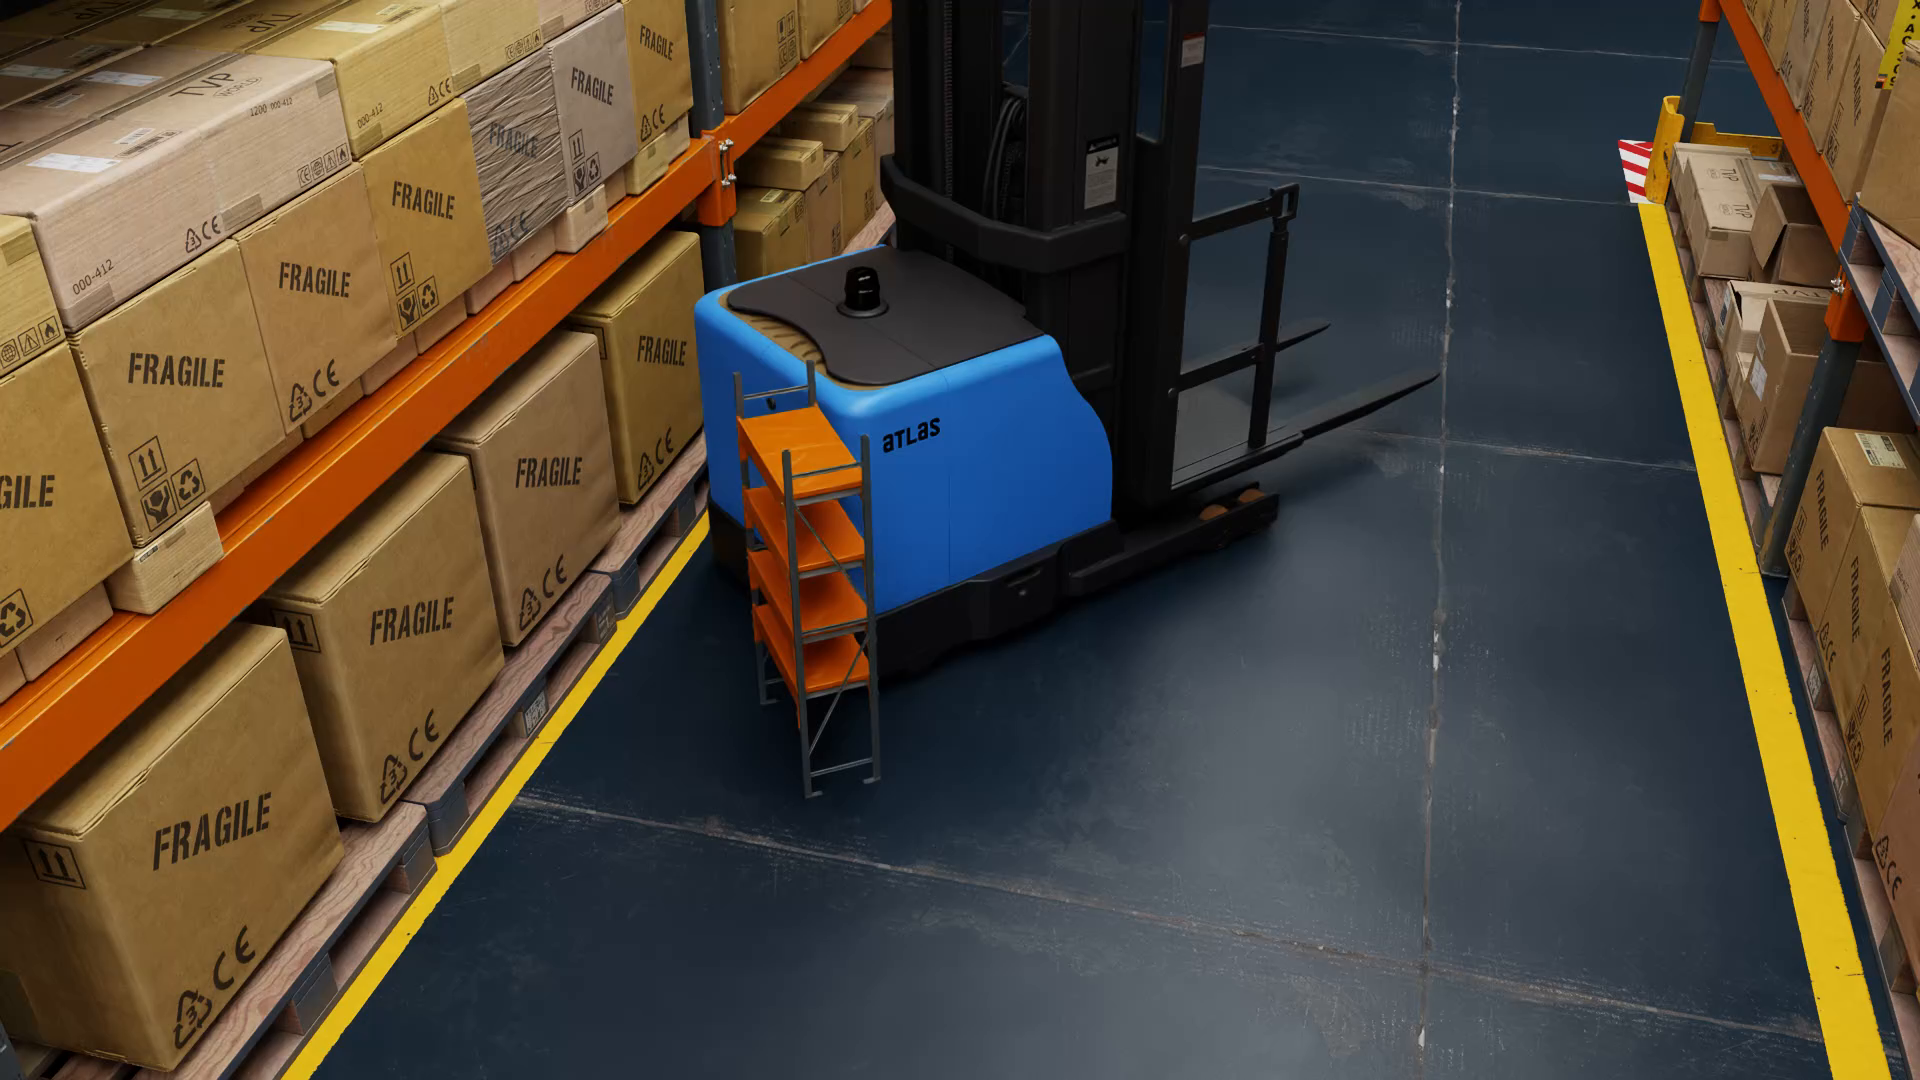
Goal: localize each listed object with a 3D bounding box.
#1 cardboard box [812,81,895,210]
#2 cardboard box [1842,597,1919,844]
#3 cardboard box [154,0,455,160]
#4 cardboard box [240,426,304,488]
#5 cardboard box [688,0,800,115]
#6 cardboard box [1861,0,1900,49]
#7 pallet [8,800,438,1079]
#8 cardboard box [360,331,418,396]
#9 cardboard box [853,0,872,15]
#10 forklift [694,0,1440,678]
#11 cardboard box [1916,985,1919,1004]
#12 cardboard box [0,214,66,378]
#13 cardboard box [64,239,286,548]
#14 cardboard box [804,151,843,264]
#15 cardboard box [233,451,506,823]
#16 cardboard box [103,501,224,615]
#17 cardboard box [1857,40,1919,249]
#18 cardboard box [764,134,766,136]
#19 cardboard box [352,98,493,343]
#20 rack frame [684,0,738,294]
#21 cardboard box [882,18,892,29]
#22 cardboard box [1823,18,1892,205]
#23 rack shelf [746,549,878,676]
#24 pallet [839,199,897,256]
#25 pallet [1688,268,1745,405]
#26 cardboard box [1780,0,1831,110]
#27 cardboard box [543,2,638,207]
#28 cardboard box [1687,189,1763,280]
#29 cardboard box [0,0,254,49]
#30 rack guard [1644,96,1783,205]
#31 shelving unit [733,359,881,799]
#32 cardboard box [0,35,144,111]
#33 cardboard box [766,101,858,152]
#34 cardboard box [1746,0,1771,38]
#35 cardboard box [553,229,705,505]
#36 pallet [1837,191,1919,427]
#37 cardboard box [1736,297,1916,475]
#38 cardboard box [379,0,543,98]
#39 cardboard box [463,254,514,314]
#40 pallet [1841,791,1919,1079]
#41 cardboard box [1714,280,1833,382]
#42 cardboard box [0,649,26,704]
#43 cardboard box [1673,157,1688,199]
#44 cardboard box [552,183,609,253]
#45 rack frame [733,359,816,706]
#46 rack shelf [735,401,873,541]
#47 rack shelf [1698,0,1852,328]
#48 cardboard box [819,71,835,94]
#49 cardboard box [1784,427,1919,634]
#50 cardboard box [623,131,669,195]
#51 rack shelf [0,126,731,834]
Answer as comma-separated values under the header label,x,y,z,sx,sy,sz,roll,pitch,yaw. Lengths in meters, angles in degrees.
label,x,y,z,sx,sy,sz,roll,pitch,yaw
cardboard box,-0.704,-2.069,8.647,0.700,0.500,0.500,7,33,11
cardboard box,2.791,0.528,4.544,0.500,0.500,0.500,8,33,13
cardboard box,-1.653,-1.191,4.239,0.500,0.250,0.500,7,33,11
cardboard box,-1.868,-0.274,4.100,0.380,0.149,0.250,9,33,13
cardboard box,-1.231,-2.174,6.595,0.980,0.700,0.700,9,33,13
cardboard box,3.286,-1.858,5.351,0.500,0.500,0.500,8,33,13
pallet,-2.126,1.085,4.346,1.003,0.211,1.213,8,33,12
cardboard box,-1.713,-0.532,4.507,0.380,0.149,0.250,8,33,13
cardboard box,-0.865,-2.931,7.786,0.980,0.700,0.700,6,33,10
forklift,0.586,-1.408,5.733,3.031,2.935,1.130,-22,38,-30
cardboard box,2.535,1.063,3.702,0.500,0.500,0.500,7,33,11
cardboard box,-2.027,-0.401,2.997,0.500,0.250,0.500,9,33,14
cardboard box,-1.887,-0.357,3.626,0.500,0.500,0.500,9,34,14
cardboard box,-0.965,-1.525,7.792,0.700,0.500,0.500,8,33,12
cardboard box,-1.857,0.220,4.721,0.750,0.750,0.750,8,33,12
cardboard box,-1.870,0.009,3.655,0.380,0.149,0.250,9,34,14
cardboard box,3.072,-1.100,4.700,0.700,0.500,0.500,-3,33,-4
cardboard box,-1.126,-1.901,7.778,0.380,0.149,0.250,7,33,11
cardboard box,-1.635,-0.885,4.458,0.500,0.500,0.500,9,34,14
rack frame,-1.384,-1.769,6.236,1.000,3.000,0.127,8,33,12
cardboard box,-0.306,-2.772,9.148,0.380,0.149,0.250,8,33,12
cardboard box,3.287,-1.433,5.614,0.500,0.500,0.500,9,33,13
rack shelf,-0.447,0.184,4.967,0.258,0.148,0.480,-12,34,-18
pallet,-0.808,-1.611,8.587,1.003,0.211,1.213,8,33,12
pallet,3.891,-0.911,7.486,1.003,0.211,1.213,8,33,12
cardboard box,3.544,-1.967,6.455,0.500,0.500,0.500,9,33,13
cardboard box,-1.378,-1.405,5.275,0.500,0.500,0.500,8,33,13
cardboard box,3.757,-1.435,7.864,0.500,0.250,0.500,8,33,12
cardboard box,-2.138,-1.255,4.339,0.500,0.250,0.500,7,33,11
rack guard,4.404,-2.077,9.052,1.175,0.500,0.348,8,33,12
shelving unit,-0.447,0.128,4.931,0.258,1.200,0.503,-12,34,-18
cardboard box,-2.267,-0.990,3.924,0.500,0.250,0.500,7,33,11
cardboard box,-0.700,-1.963,7.875,0.380,0.149,0.250,7,33,11
cardboard box,3.800,-2.491,7.279,0.500,0.500,0.500,8,33,12
cardboard box,-1.424,-0.684,6.142,0.750,0.750,0.750,8,33,13
pallet,3.100,-0.615,4.601,1.003,0.211,1.213,8,33,12
cardboard box,3.278,-0.561,6.257,0.500,0.500,0.500,8,33,12
cardboard box,-1.524,-1.455,4.655,0.500,0.250,0.500,9,33,13
cardboard box,-1.561,-0.804,4.934,0.380,0.149,0.250,7,33,11
pallet,2.931,1.143,4.255,1.003,0.211,1.213,8,33,12
cardboard box,3.469,-0.871,6.920,0.500,0.311,0.500,8,33,12
cardboard box,-2.092,0.265,3.252,0.380,0.149,0.250,8,33,12
cardboard box,3.921,-1.862,8.613,0.380,0.166,0.250,8,33,12
cardboard box,-1.357,-1.049,5.320,0.380,0.149,0.250,8,33,12
rack frame,-0.538,0.006,5.122,0.240,1.200,0.015,-12,34,-18
rack shelf,-0.447,-0.204,4.720,0.258,0.148,0.480,-12,34,-18
rack shelf,3.916,-1.830,7.004,1.077,0.370,4.000,8,33,12
cardboard box,-0.867,-2.431,8.611,0.380,0.149,0.250,8,33,13
cardboard box,3.050,-0.009,5.388,0.500,0.500,0.500,7,33,10
cardboard box,-1.237,-1.323,5.750,0.380,0.149,0.250,9,33,13
rack shelf,-1.892,-0.427,4.796,1.077,0.370,4.000,8,33,12
